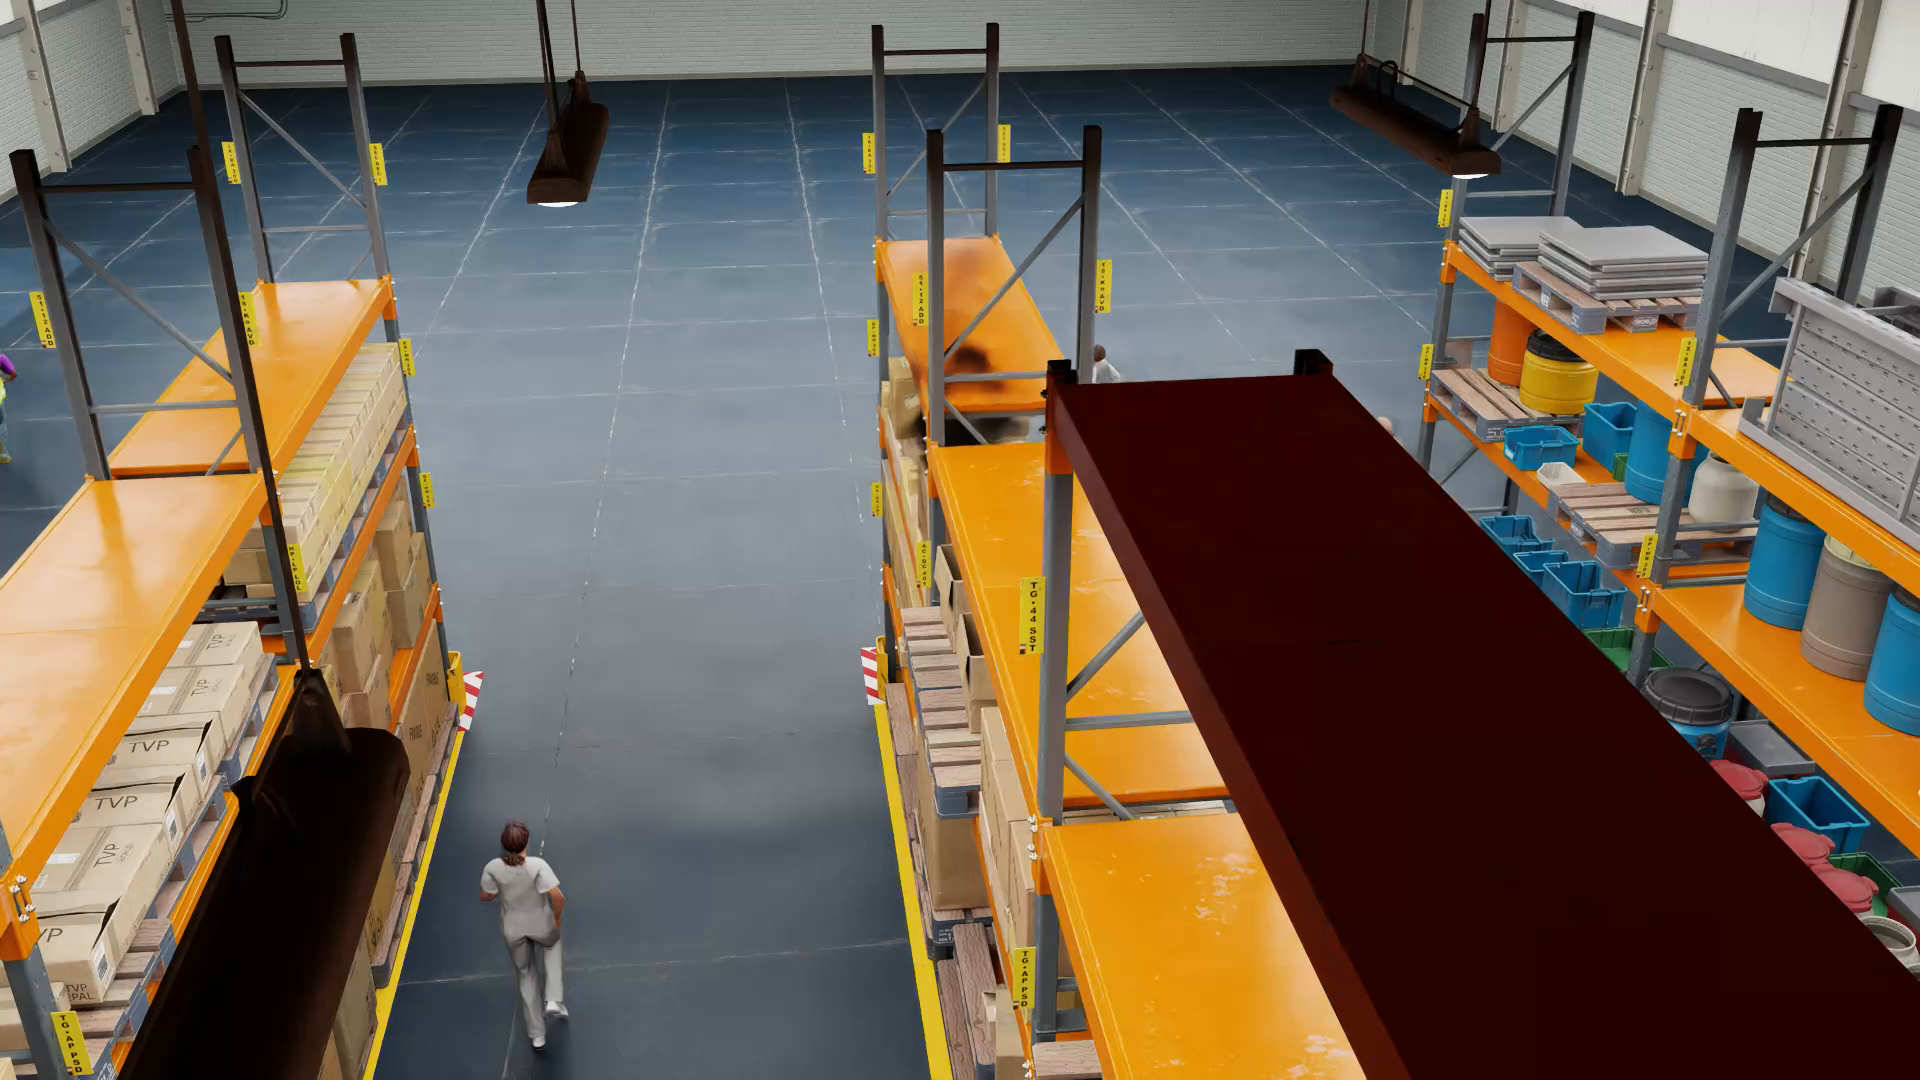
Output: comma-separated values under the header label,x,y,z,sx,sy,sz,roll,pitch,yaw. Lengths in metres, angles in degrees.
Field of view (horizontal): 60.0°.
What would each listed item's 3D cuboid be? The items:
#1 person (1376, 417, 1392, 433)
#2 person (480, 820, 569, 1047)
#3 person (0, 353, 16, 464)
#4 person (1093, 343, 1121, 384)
label,x,y,z,sx,sy,sz,roll,pitch,yaw
person,4.332,-0.409,17.415,1.000,1.687,0.726,13,28,25
person,-2.897,2.577,11.161,0.569,1.647,0.642,-4,26,-8
person,-11.781,-1.722,20.139,0.733,1.726,0.612,-20,32,-35
person,1.654,-1.559,19.921,0.783,1.629,0.519,10,27,20
